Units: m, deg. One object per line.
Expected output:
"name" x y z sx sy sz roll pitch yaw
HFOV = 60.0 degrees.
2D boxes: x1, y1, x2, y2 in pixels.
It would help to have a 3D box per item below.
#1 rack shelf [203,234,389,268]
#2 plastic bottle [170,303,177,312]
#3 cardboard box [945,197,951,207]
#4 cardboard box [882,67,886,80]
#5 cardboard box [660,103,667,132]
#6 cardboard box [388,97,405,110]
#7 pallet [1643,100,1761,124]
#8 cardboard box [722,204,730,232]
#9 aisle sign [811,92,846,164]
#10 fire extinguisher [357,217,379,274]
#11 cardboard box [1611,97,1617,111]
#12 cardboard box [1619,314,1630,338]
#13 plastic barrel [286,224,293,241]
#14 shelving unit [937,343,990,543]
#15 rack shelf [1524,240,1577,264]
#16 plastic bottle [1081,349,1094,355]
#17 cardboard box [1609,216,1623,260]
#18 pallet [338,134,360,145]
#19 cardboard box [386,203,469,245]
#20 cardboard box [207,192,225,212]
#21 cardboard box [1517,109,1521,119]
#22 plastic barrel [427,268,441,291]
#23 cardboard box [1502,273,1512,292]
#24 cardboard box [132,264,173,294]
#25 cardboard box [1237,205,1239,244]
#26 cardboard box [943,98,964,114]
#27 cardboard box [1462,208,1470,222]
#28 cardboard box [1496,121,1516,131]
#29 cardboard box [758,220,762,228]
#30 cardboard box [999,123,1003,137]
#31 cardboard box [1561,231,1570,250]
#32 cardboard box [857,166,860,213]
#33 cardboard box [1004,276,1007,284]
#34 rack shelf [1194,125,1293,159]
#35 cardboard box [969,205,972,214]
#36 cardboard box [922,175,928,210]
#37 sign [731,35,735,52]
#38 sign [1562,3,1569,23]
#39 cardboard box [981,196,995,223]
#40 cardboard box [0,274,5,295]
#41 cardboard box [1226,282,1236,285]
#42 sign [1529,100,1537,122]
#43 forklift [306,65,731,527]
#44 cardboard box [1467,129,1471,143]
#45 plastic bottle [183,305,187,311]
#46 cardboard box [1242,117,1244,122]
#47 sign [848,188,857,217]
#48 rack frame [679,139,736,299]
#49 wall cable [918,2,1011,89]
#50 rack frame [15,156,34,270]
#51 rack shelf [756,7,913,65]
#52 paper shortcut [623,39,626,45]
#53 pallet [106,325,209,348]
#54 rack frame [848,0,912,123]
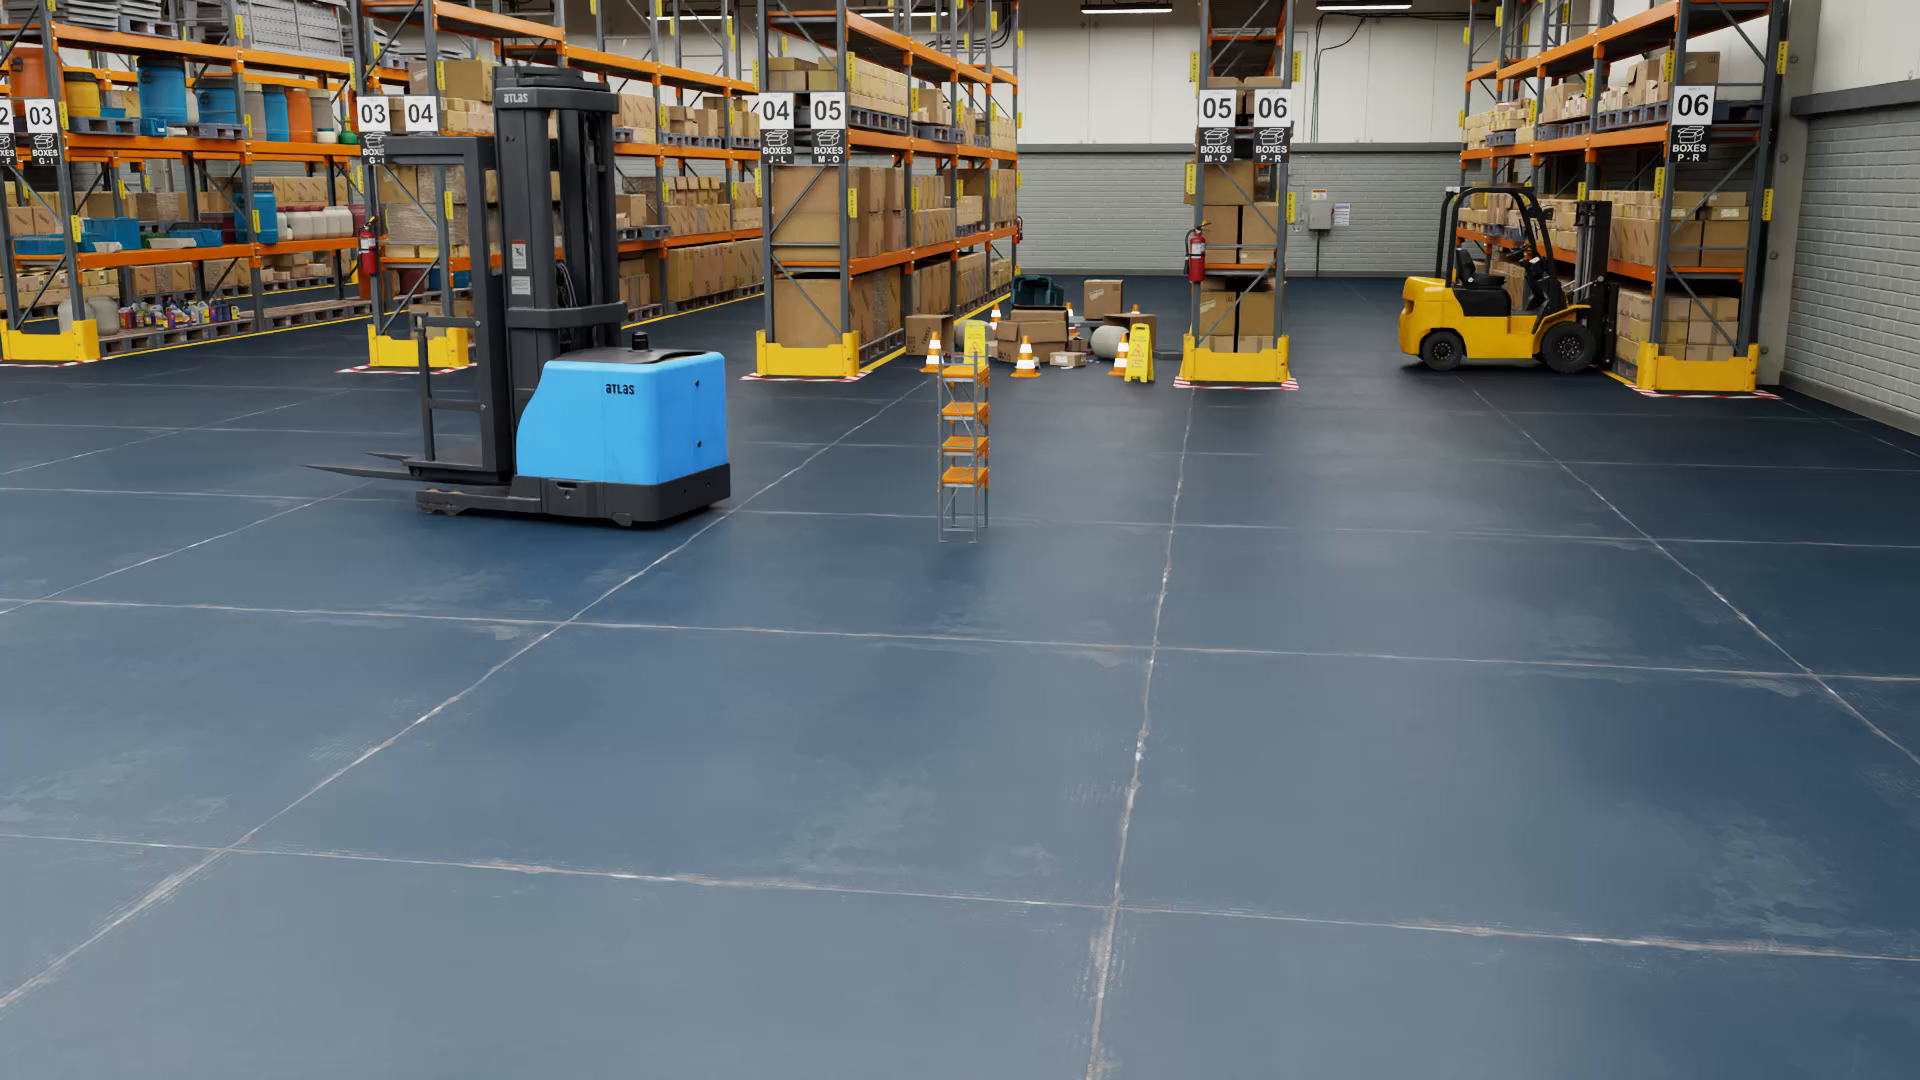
"rack shelf" -10.638 -4.662 26.714 1.077 0.370 4.000 2 12 9
"plastic bottle" -11.383 -3.290 24.072 0.097 0.271 0.097 0 12 0
"cardboard box" -0.288 -5.552 27.323 0.380 0.149 0.250 2 12 9
"cardboard box" -1.141 -5.840 20.822 0.380 0.149 0.250 2 12 9
"cardboard box" -5.414 -7.121 28.054 0.797 0.503 0.637 3 12 12
"cardboard box" -6.933 -5.260 20.071 0.380 0.149 0.250 2 12 9
"pallet" 8.165 -4.693 18.238 1.003 0.211 1.213 2 12 9
"cardboard box" -4.624 -6.045 31.186 0.500 0.500 0.500 2 12 9
"aisle sign" -1.496 -4.669 18.867 0.394 0.787 0.004 2 12 9
"fire extinguisher" -7.140 -3.558 20.065 0.296 0.674 0.183 2 12 9
"cardboard box" 8.158 -5.310 20.255 0.380 0.149 0.250 2 12 10
"cardboard box" 7.884 -2.444 19.058 0.500 0.250 0.500 2 12 8
"plastic barrel" -10.591 -4.800 25.976 0.301 0.262 0.301 0 12 0
"shelving unit" 0.025 -0.621 10.527 0.258 1.200 0.503 2 12 9
"rack shelf" 8.953 -4.021 23.737 1.077 0.370 4.000 2 12 9
"plastic bottle" 1.689 -2.472 21.817 0.133 0.061 0.283 4 13 18
"cardboard box" 8.080 -3.602 19.852 0.500 0.500 0.500 2 12 9
"pallet" -10.116 -6.960 28.998 1.003 0.211 1.213 2 12 9
"cardboard box" -6.555 -3.912 20.583 0.875 0.500 0.500 2 12 9
"cardboard box" -14.903 -6.587 32.703 0.700 0.500 0.500 -2 12 -10
"cardboard box" 9.221 -6.873 26.849 0.380 0.149 0.250 2 12 9
"plastic barrel" -9.925 -5.182 31.404 0.600 0.901 0.708 2 12 9
"cardboard box" 9.340 -4.188 27.745 0.500 0.500 0.500 1 12 7
"cardboard box" -14.797 -4.779 30.439 0.500 0.500 0.500 1 12 7
"cardboard box" 3.195 -3.912 20.584 0.500 0.500 0.500 2 12 9
"cardboard box" -0.137 -7.160 27.422 0.396 0.266 0.258 2 12 9
"cardboard box" 10.078 -6.335 32.420 0.500 0.250 0.500 2 12 9
"cardboard box" 9.297 -7.011 28.148 0.380 0.149 0.250 2 12 9
"cardboard box" -4.209 -6.355 33.457 0.380 0.149 0.250 2 12 7
"cardboard box" 0.547 -7.858 31.886 0.500 0.250 0.500 2 12 10
"cardboard box" 8.536 -4.101 22.758 0.500 0.250 0.500 2 12 8
"cardboard box" -1.693 -4.217 20.023 0.875 0.550 0.550 2 12 9
"cardboard box" 0.737 -5.233 33.424 0.380 0.149 0.250 1 12 6
"rack shelf" 3.433 -4.814 20.300 1.077 0.370 4.000 2 12 9
"cardboard box" -0.001 -5.785 29.109 0.380 0.149 0.250 2 12 9
"cardboard box" -0.862 -5.214 24.956 0.700 0.500 0.500 2 12 8
"sign" -4.754 -10.421 34.895 0.100 0.325 0.005 2 12 9
"sign" 10.425 -9.071 28.632 0.100 0.325 0.005 2 12 9
"cardboard box" 0.389 -6.210 31.245 0.500 0.500 0.500 2 12 8
"cardboard box" -15.448 -4.076 26.486 0.500 0.311 0.500 2 12 8
"cardboard box" 3.231 -3.010 21.090 0.500 0.500 0.500 3 12 12
"sign" 8.725 -6.526 25.306 0.100 0.325 0.005 2 12 9
"forklift" -3.162 -1.694 11.399 3.031 2.935 1.130 5 13 21
"cardboard box" 10.095 -7.802 32.107 0.500 0.250 0.500 2 12 10
"plastic bottle" -10.974 -3.204 23.643 0.061 0.283 0.133 2 12 9
"cardboard box" 3.769 -5.343 20.695 0.500 0.250 0.500 2 12 8
"sign" -1.234 -3.865 19.066 0.100 0.325 0.005 2 12 9
"rack frame" -4.822 -6.102 31.689 1.000 3.000 0.127 2 12 9
"wall cable" 0.069 -12.506 39.526 2.277 5.999 0.120 2 12 9
"rack frame" -19.505 -6.584 33.923 1.000 3.000 0.127 2 12 9
"rack shelf" -1.474 -6.224 20.673 1.077 0.370 4.000 2 12 9
"paper shortcut" -5.753 -8.562 28.533 0.009 0.170 0.078 12 -17 6
"pallet" -11.276 -2.841 23.176 1.003 0.211 1.213 2 12 9
"rack frame" -1.166 -7.188 22.486 1.000 3.000 0.127 2 12 9
